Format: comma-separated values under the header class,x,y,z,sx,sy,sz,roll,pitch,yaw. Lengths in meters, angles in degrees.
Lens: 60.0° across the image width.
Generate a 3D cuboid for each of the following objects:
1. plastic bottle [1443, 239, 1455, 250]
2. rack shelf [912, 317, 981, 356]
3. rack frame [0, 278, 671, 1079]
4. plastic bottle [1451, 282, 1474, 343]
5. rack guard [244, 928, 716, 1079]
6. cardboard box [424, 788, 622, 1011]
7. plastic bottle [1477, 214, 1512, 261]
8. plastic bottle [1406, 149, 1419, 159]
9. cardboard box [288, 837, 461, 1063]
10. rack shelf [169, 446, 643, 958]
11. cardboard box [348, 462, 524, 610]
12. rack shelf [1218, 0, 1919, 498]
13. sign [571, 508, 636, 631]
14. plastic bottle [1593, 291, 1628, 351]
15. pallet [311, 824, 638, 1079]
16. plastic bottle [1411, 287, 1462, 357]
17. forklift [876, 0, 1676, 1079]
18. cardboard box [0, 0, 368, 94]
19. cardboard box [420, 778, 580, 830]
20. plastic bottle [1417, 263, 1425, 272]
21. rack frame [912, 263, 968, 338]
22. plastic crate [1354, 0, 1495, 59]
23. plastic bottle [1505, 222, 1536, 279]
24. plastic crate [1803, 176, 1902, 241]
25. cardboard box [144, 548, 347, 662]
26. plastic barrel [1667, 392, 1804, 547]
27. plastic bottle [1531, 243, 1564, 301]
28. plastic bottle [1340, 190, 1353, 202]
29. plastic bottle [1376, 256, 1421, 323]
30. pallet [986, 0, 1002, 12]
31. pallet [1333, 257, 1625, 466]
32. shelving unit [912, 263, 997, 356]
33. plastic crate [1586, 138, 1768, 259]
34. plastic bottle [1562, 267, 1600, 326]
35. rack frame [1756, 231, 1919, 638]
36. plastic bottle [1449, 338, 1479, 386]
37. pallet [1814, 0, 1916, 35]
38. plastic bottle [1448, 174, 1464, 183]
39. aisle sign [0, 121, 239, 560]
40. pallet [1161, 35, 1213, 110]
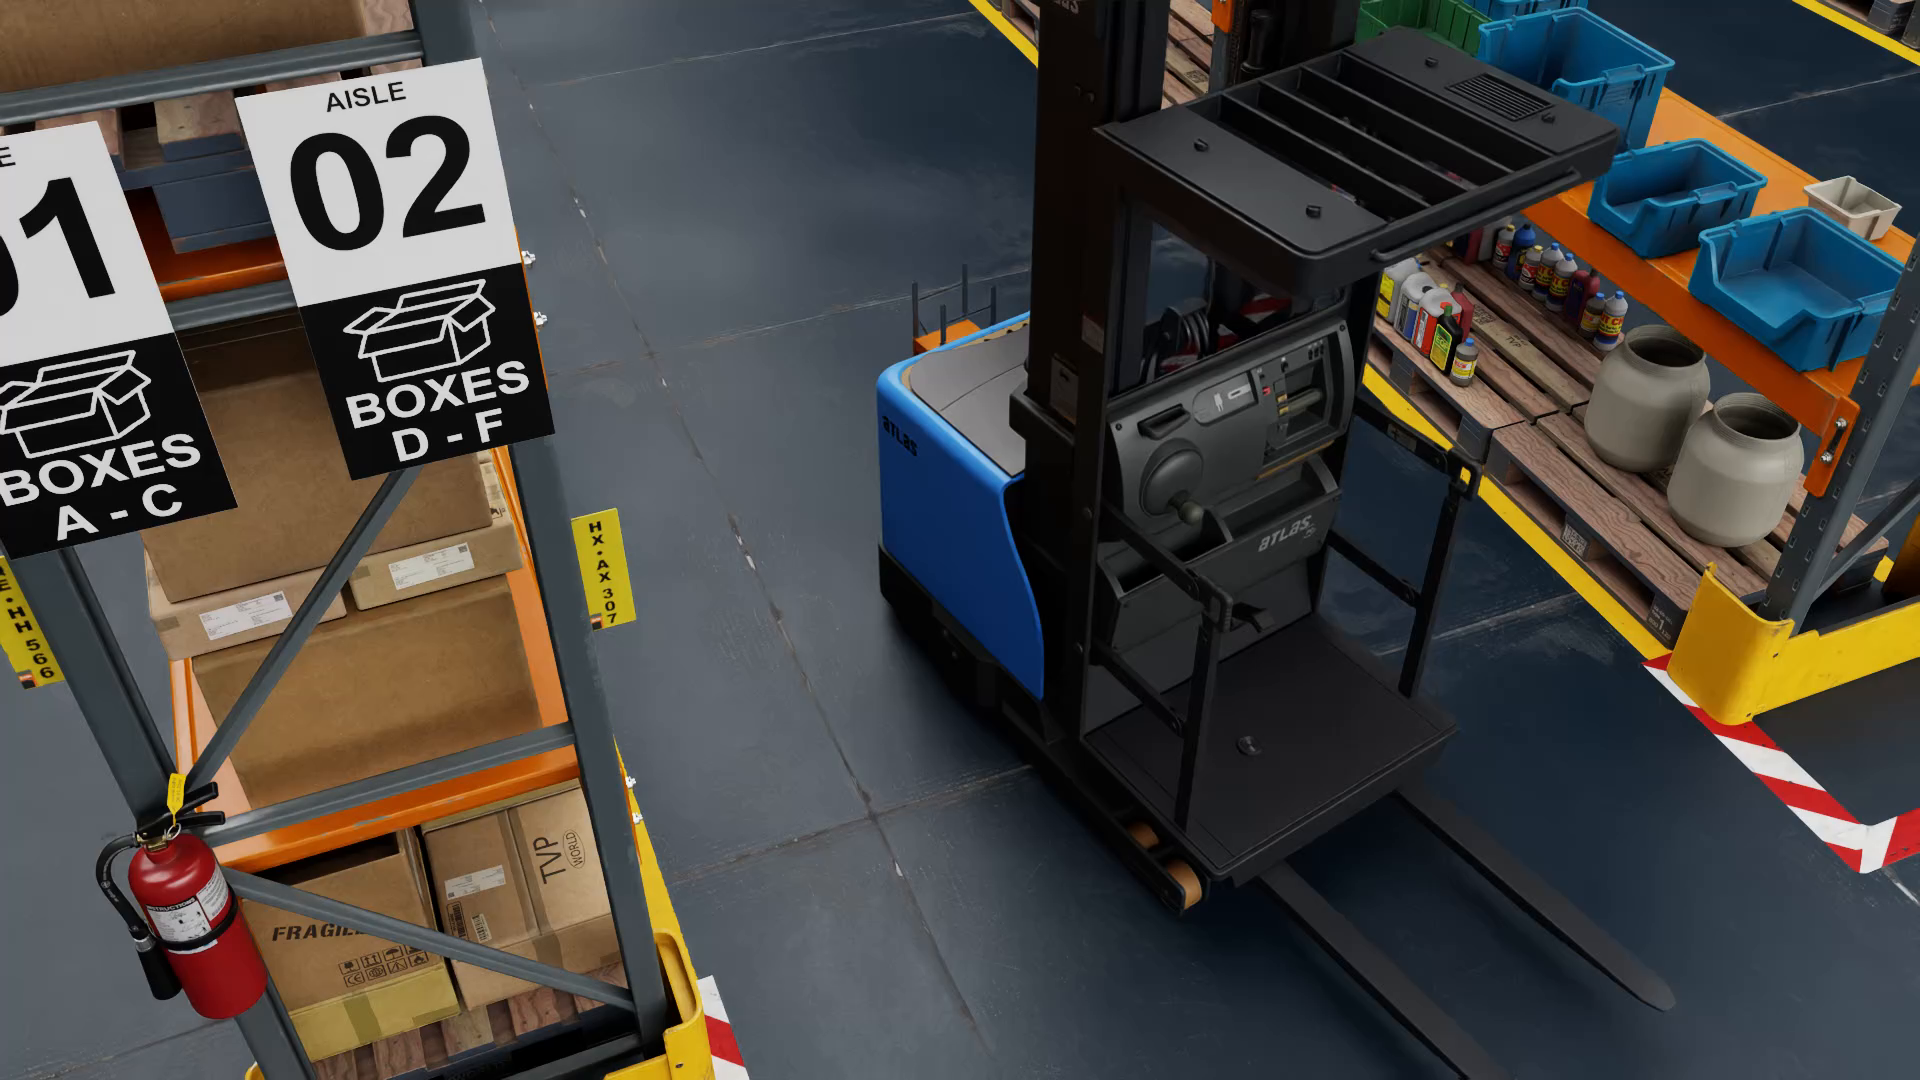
class,x,y,z,sx,sy,sz,roll,pitch,yaw
plastic bottle,2.378,-1.552,8.000,0.061,0.283,0.133,-15,43,-17
rack shelf,-0.021,-0.705,6.166,0.258,0.103,0.180,-24,46,-25
rack frame,-1.295,0.561,3.797,1.000,3.000,0.127,-15,43,-17
plastic bottle,2.203,-0.992,7.349,0.061,0.283,0.133,-15,43,-17
rack guard,-1.285,1.523,4.595,1.175,0.500,0.348,-15,43,-17
cardboard box,-1.294,1.066,4.997,0.500,0.250,0.500,-15,43,-17
plastic bottle,2.521,-1.491,7.935,0.152,0.276,0.135,-14,43,-16
plastic bottle,2.265,-1.928,8.386,0.144,0.351,0.185,-16,43,-18
cardboard box,-1.773,1.195,4.846,0.500,0.250,0.500,-15,43,-17
rack shelf,-2.060,-0.371,5.432,1.077,0.370,4.000,-15,43,-17
cardboard box,-1.246,-0.013,3.890,0.380,0.149,0.250,-15,43,-17
rack shelf,2.518,-1.604,6.867,1.077,0.370,4.000,-15,43,-17
sign,-0.780,0.068,3.646,0.100,0.325,0.005,-15,43,-17
plastic bottle,2.877,-0.975,7.338,0.097,0.271,0.097,0,41,0
pallet,-1.626,1.168,5.230,1.003,0.211,1.213,-15,43,-17
plastic bottle,2.104,-0.962,7.320,0.152,0.276,0.135,-15,43,-17
forklift,0.948,-0.280,4.828,1.130,2.935,3.031,-25,46,-26
cardboard box,-1.511,-1.175,3.006,0.797,0.503,0.637,-12,42,-14
cardboard box,-1.487,0.481,5.102,0.500,0.500,0.500,-15,43,-17
plastic bottle,2.079,-1.173,7.622,0.097,0.201,0.097,0,41,0
rack frame,-0.072,-0.515,6.429,0.240,1.200,0.006,-24,46,-25
plastic crate,2.011,-2.113,7.070,0.450,0.188,0.662,-15,43,-17
plastic bottle,2.630,-1.363,7.790,0.097,0.271,0.097,0,41,0
plastic crate,3.238,-1.192,6.037,0.298,0.136,0.250,-15,43,-17
cardboard box,-1.617,0.095,3.765,0.380,0.149,0.250,-16,43,-18
plastic barrel,2.961,-0.266,6.344,0.421,0.512,0.421,0,41,0
plastic bottle,2.708,-1.241,7.648,0.097,0.271,0.097,0,41,0
plastic bottle,1.845,-1.567,8.027,0.097,0.271,0.097,0,41,0
plastic bottle,1.984,-1.173,7.507,0.144,0.351,0.185,-13,42,-15
pallet,0.483,-3.958,11.191,1.003,0.211,1.213,-15,43,-17
pallet,2.442,-0.874,7.604,1.003,0.211,1.213,-15,43,-17
shelving unit,-0.021,-0.466,6.372,0.258,1.200,0.189,-24,46,-25
plastic crate,2.572,-1.235,6.000,0.499,0.251,0.408,-15,43,-17
plastic bottle,2.808,-1.120,7.498,0.061,0.283,0.133,-14,43,-16
rack frame,3.283,-0.672,5.231,1.000,3.000,0.127,-15,43,-17
plastic bottle,2.176,-0.775,7.160,0.097,0.201,0.097,0,41,0
pallet,6.030,-3.729,10.924,1.003,0.211,1.213,-15,43,-17
plastic bottle,2.440,-1.699,8.172,0.061,0.283,0.133,-12,42,-14
aisle sign,-1.541,-0.312,2.818,0.394,0.787,0.004,-15,43,-17
pallet,1.416,-2.488,9.481,1.003,0.211,1.213,-15,43,-17
